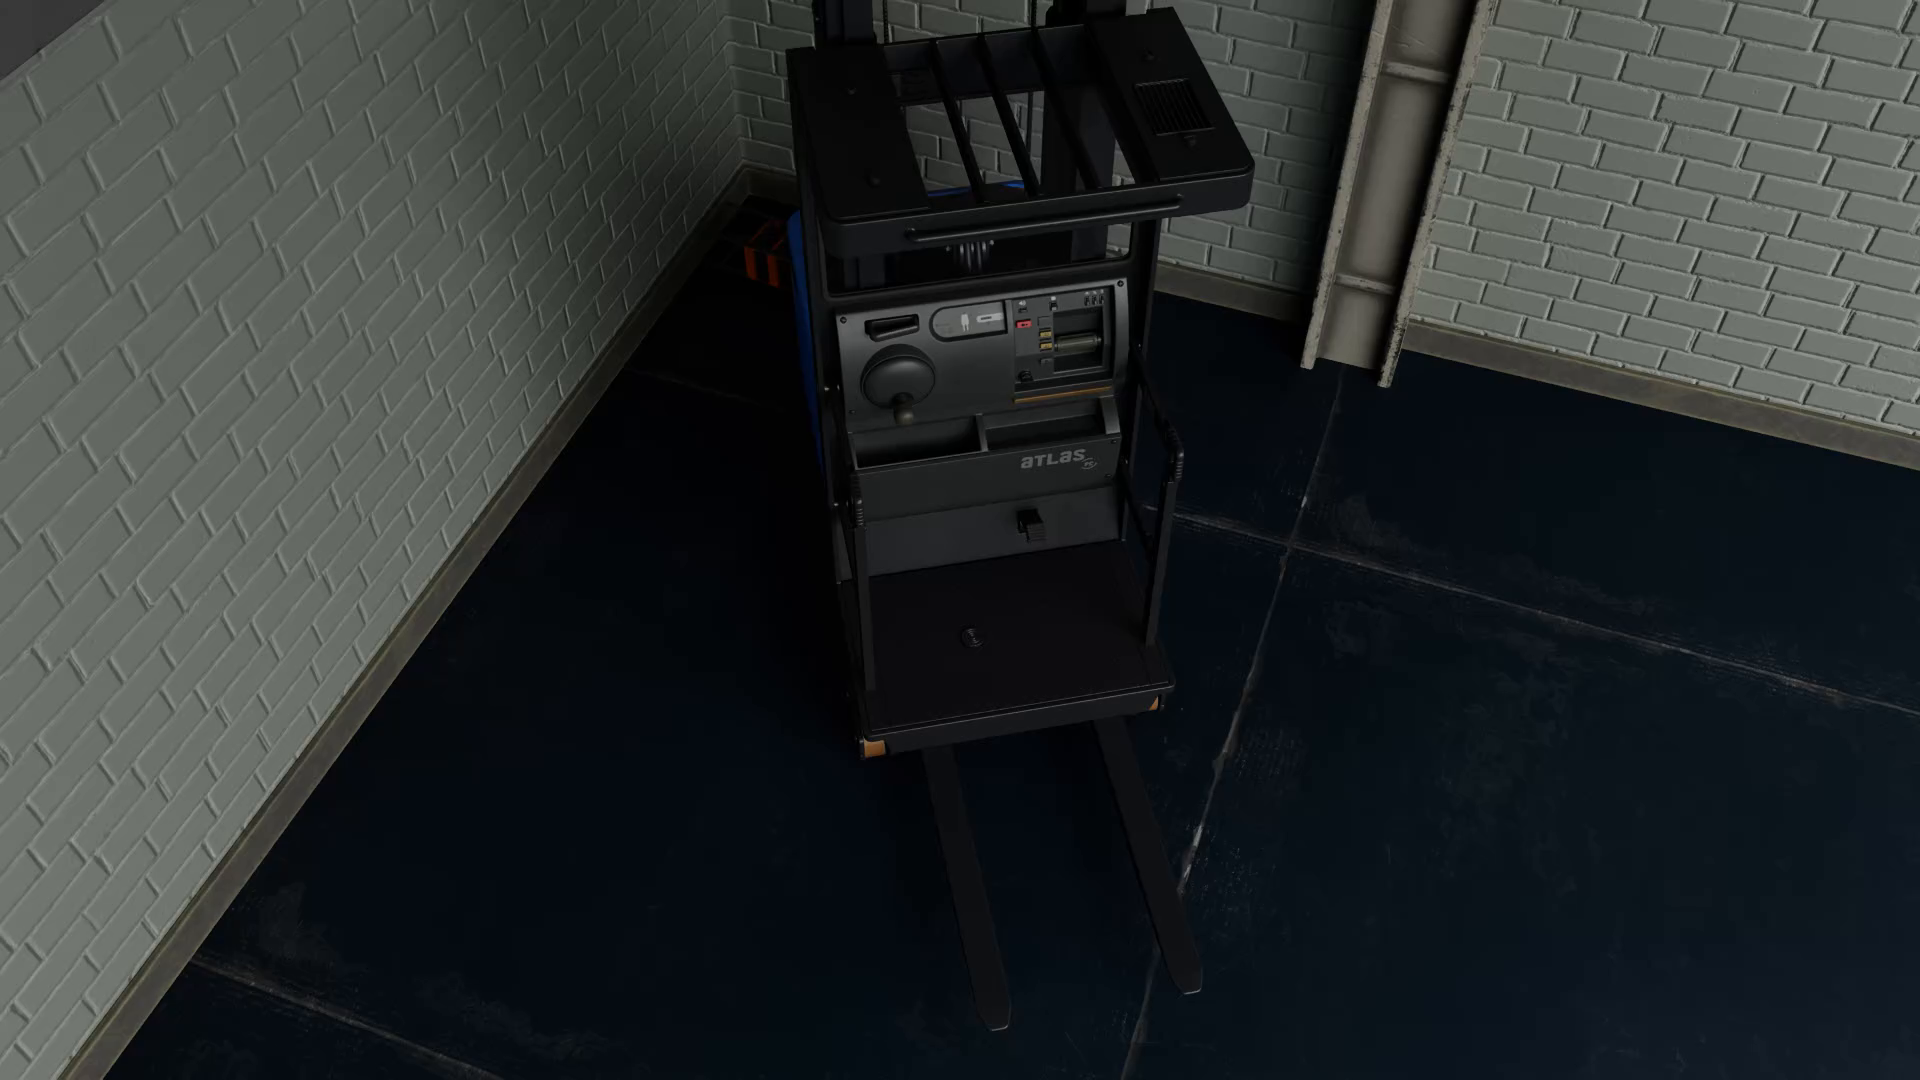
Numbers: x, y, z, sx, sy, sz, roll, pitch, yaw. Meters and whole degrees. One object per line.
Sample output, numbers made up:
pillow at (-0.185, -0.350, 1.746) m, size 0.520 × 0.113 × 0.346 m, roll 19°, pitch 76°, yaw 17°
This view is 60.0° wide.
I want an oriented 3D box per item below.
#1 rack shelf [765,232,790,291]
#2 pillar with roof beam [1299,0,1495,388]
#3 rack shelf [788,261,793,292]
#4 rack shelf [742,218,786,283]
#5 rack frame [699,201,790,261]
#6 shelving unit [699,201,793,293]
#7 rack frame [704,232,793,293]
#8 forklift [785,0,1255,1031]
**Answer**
rack shelf at (-0.778, -1.298, 7.613) m, size 0.103 × 0.180 × 0.258 m, roll 21°, pitch 52°, yaw 17°
pillar with roof beam at (0.230, -0.713, 1.279) m, size 0.400 × 9.000 × 9.100 m, roll 16°, pitch 51°, yaw 13°
rack shelf at (-0.671, -1.257, 7.577) m, size 0.103 × 0.180 × 0.258 m, roll 21°, pitch 52°, yaw 17°
rack shelf at (-0.885, -1.338, 7.649) m, size 0.103 × 0.180 × 0.258 m, roll 21°, pitch 52°, yaw 17°
rack frame at (-0.604, -1.292, 7.486) m, size 1.200 × 0.006 × 0.240 m, roll 21°, pitch 52°, yaw 17°
shelving unit at (-0.603, -1.232, 7.555) m, size 1.200 × 0.189 × 0.258 m, roll 21°, pitch 52°, yaw 17°
rack frame at (-0.603, -1.172, 7.624) m, size 1.200 × 0.006 × 0.240 m, roll 21°, pitch 52°, yaw 17°
forklift at (0.121, -0.498, 5.109) m, size 1.130 × 2.935 × 3.031 m, roll -9°, pitch 50°, yaw -7°
